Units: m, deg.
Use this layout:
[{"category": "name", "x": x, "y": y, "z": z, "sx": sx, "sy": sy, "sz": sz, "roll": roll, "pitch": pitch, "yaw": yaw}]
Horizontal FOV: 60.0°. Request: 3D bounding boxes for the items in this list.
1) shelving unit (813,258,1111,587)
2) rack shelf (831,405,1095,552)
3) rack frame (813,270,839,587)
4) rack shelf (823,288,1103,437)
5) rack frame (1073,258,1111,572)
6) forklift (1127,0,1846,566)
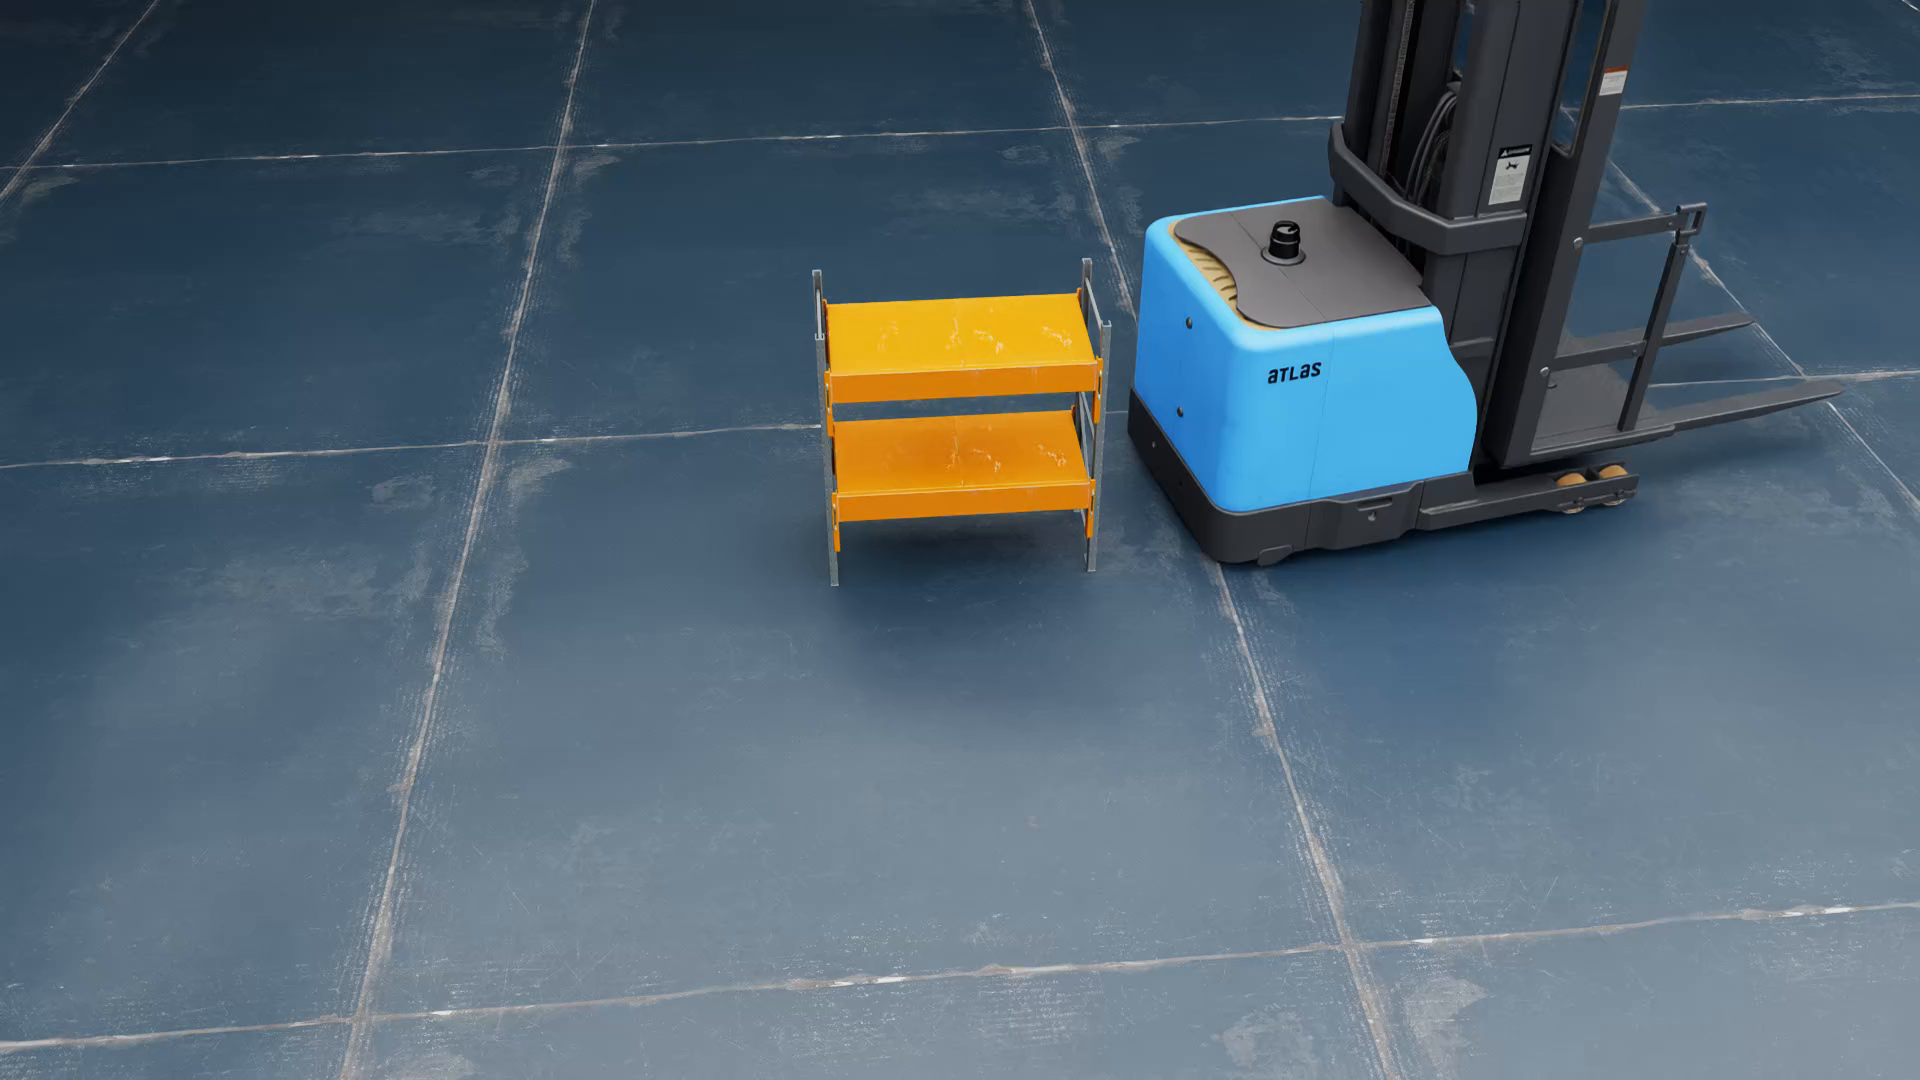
[{"category": "shelving unit", "x": -0.007, "y": -0.441, "z": 6.401, "sx": 1.048, "sy": 1.125, "sz": 0.538, "roll": -3, "pitch": 38, "yaw": -4}, {"category": "rack shelf", "x": -0.007, "y": -0.249, "z": 6.553, "sx": 1.000, "sy": 0.278, "sz": 0.538, "roll": -3, "pitch": 38, "yaw": -4}, {"category": "rack frame", "x": -0.513, "y": -0.413, "z": 6.366, "sx": 0.032, "sy": 1.125, "sz": 0.500, "roll": -3, "pitch": 38, "yaw": -4}, {"category": "rack shelf", "x": -0.007, "y": -0.671, "z": 6.220, "sx": 1.000, "sy": 0.278, "sz": 0.538, "roll": -3, "pitch": 38, "yaw": -4}, {"category": "rack frame", "x": 0.500, "y": -0.469, "z": 6.436, "sx": 0.032, "sy": 1.125, "sz": 0.500, "roll": -3, "pitch": 38, "yaw": -4}, {"category": "forklift", "x": 2.303, "y": -1.563, "z": 6.365, "sx": 3.031, "sy": 2.935, "sz": 1.130, "roll": -10, "pitch": 39, "yaw": -13}]
